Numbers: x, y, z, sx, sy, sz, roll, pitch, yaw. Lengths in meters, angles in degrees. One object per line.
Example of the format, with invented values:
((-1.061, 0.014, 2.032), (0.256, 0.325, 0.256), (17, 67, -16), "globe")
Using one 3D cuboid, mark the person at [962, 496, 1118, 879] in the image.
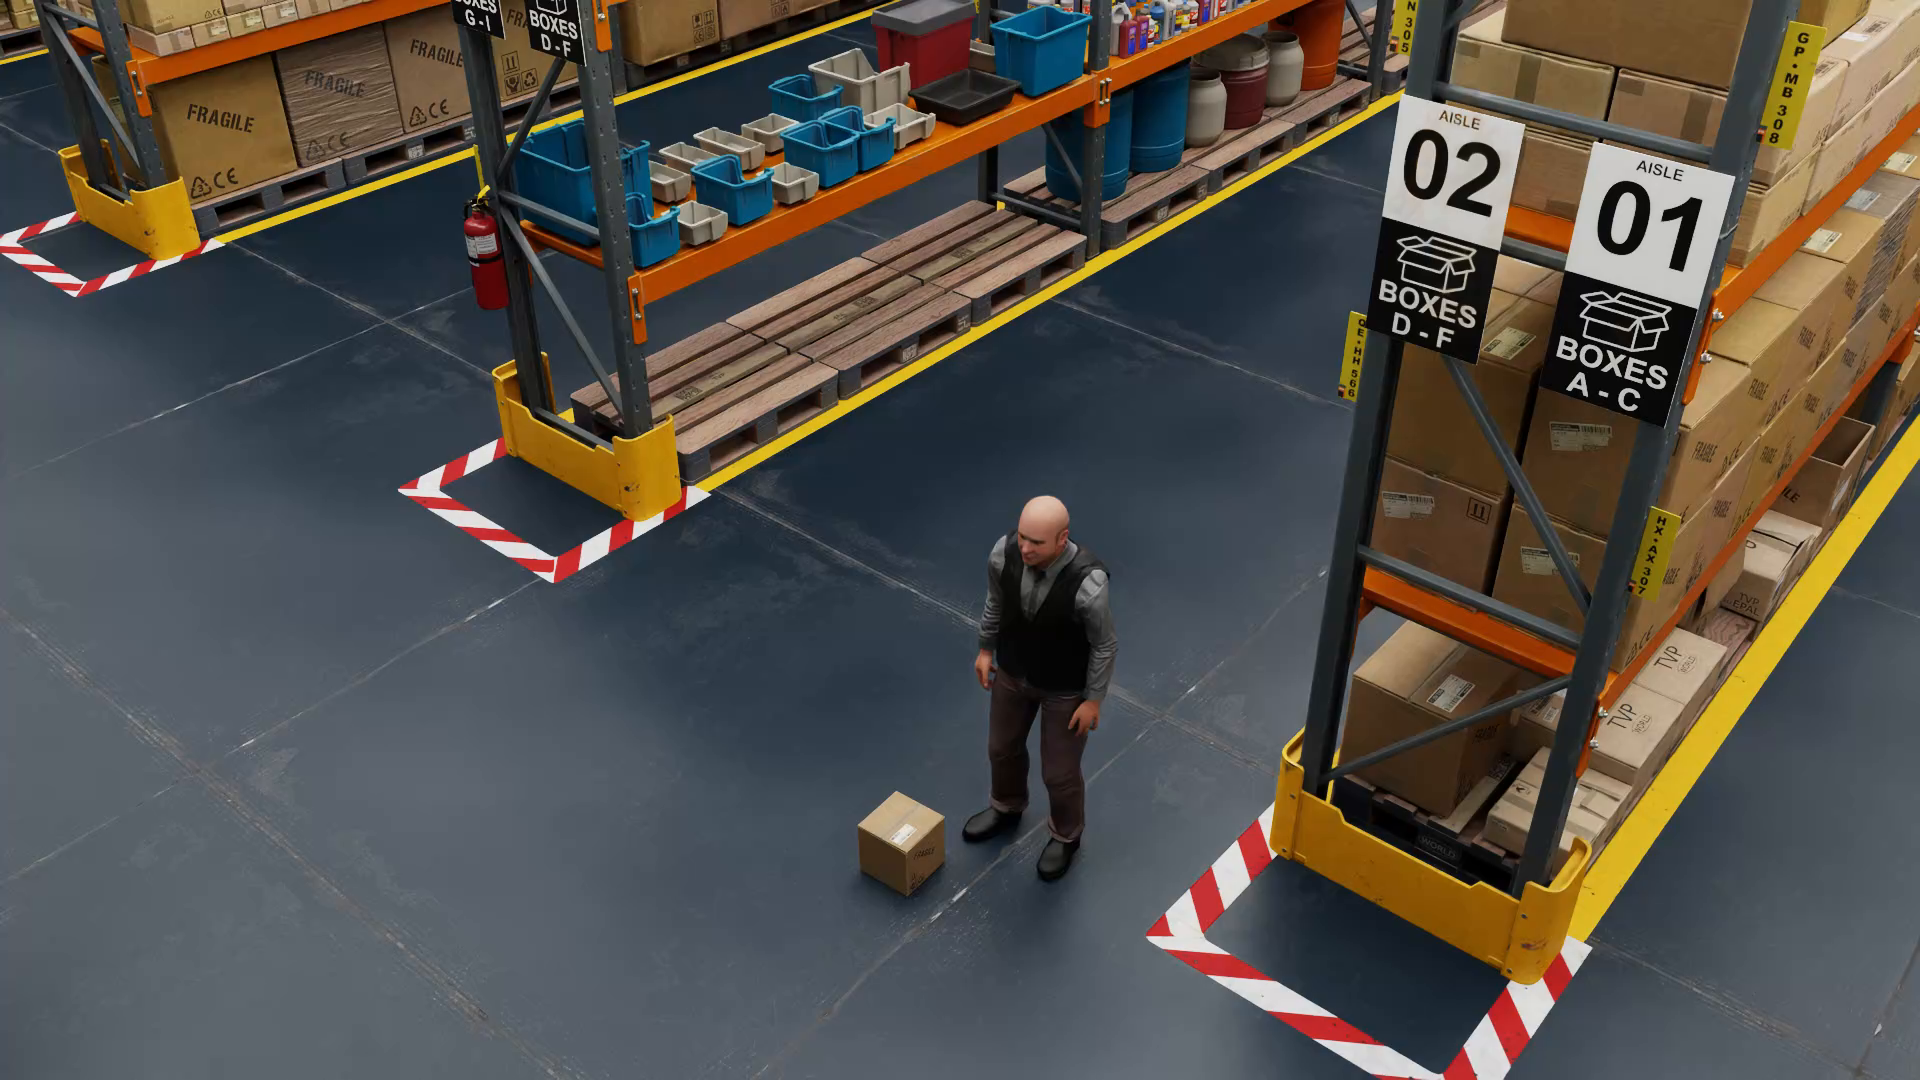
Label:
((0.331, 0.570, 6.436), (0.580, 1.617, 0.419), (24, 41, 30), "person")
